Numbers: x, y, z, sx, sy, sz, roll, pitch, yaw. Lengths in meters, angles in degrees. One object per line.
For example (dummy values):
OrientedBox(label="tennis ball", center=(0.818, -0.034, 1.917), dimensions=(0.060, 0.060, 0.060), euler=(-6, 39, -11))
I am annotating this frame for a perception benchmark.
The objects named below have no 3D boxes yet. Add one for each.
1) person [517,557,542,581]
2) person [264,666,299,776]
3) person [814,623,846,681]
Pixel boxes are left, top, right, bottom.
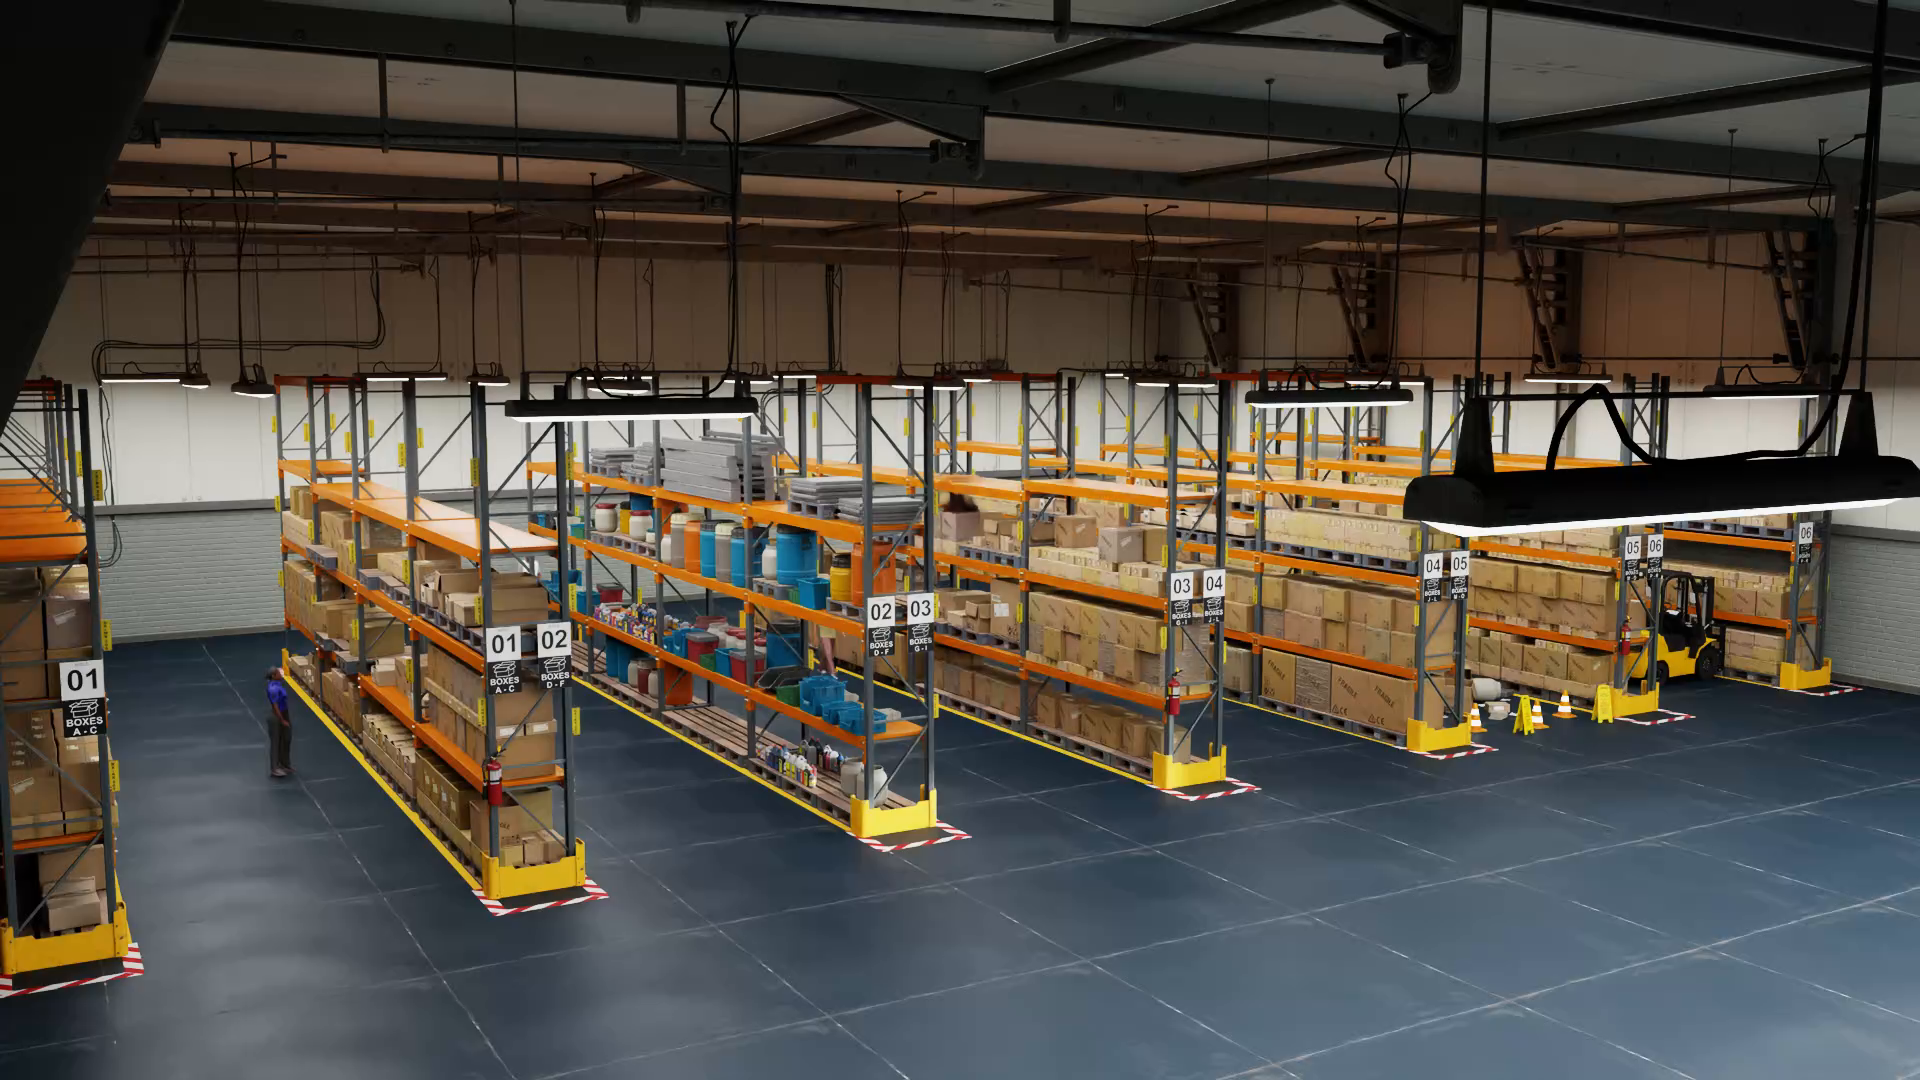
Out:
OrientedBox(label="person", center=(-10.289, 1.101, 39.631), dimensions=(0.621, 1.757, 0.757), euler=(-2, 6, -14))
OrientedBox(label="person", center=(-10.314, 2.753, 25.344), dimensions=(0.475, 1.700, 0.594), euler=(1, 6, 11))
OrientedBox(label="person", center=(-2.494, 1.850, 31.736), dimensions=(0.545, 1.607, 1.035), euler=(-4, 7, -32))
